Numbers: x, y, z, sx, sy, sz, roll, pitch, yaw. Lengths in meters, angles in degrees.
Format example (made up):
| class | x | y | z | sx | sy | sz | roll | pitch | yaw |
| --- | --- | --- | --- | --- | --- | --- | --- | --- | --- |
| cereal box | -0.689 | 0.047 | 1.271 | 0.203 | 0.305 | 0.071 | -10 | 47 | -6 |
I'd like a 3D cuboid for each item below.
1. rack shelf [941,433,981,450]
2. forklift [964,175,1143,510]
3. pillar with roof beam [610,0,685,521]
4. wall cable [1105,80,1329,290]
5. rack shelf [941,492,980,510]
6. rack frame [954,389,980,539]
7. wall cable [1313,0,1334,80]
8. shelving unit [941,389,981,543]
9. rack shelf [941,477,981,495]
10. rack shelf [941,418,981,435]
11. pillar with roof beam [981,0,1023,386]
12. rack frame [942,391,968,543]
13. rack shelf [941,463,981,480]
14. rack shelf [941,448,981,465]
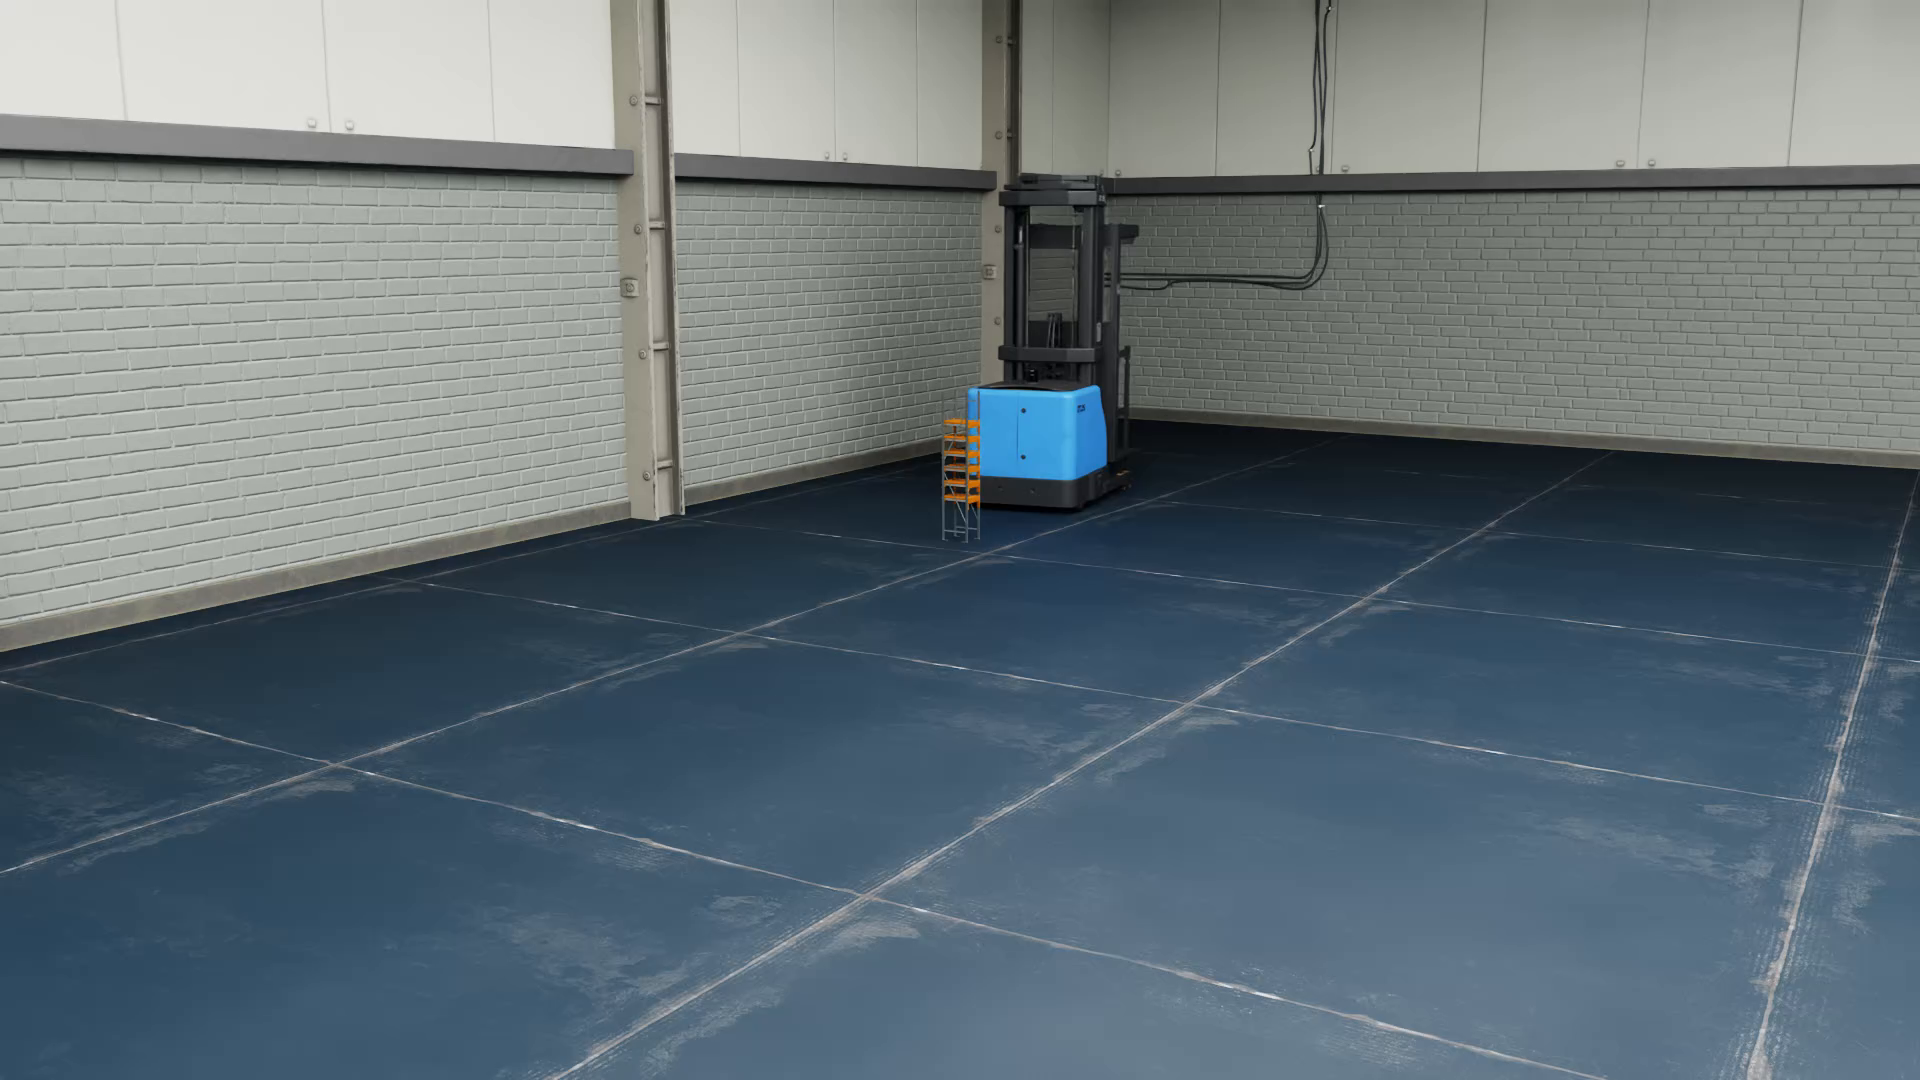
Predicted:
| class | x | y | z | sx | sy | sz | roll | pitch | yaw |
| --- | --- | --- | --- | --- | --- | --- | --- | --- | --- |
| rack shelf | 0.008 | -0.784 | 13.234 | 0.258 | 0.103 | 0.180 | 6 | 12 | 31 |
| forklift | 1.041 | -1.938 | 15.757 | 1.130 | 2.935 | 3.031 | 4 | 11 | 21 |
| pillar with roof beam | 1.038 | -4.224 | 11.474 | 9.100 | 9.000 | 0.400 | 6 | 12 | 31 |
| wall cable | 3.134 | -4.389 | 20.797 | 3.097 | 2.526 | 0.112 | 6 | 12 | 31 |
| rack shelf | 0.008 | -0.312 | 13.323 | 0.258 | 0.103 | 0.180 | 6 | 12 | 31 |
| rack frame | 0.055 | -0.606 | 13.347 | 0.240 | 1.200 | 0.006 | 6 | 12 | 31 |
| wall cable | 5.446 | -6.613 | 18.952 | 3.097 | 2.526 | 0.112 | 6 | 12 | 31 |
| shelving unit | 0.008 | -0.592 | 13.270 | 0.258 | 1.200 | 0.189 | 6 | 12 | 31 |
| rack shelf | 0.008 | -0.430 | 13.301 | 0.258 | 0.103 | 0.180 | 6 | 12 | 31 |
| rack shelf | 0.008 | -0.902 | 13.212 | 0.258 | 0.103 | 0.180 | 6 | 12 | 31 |
| pillar with roof beam | 4.153 | -5.167 | 16.515 | 9.100 | 9.000 | 0.400 | 6 | 12 | 31 |
| rack frame | -0.040 | -0.578 | 13.194 | 0.240 | 1.200 | 0.006 | 6 | 12 | 31 |
| rack shelf | 0.008 | -0.548 | 13.279 | 0.258 | 0.103 | 0.180 | 6 | 12 | 31 |
| rack shelf | 0.008 | -0.666 | 13.257 | 0.258 | 0.103 | 0.180 | 6 | 12 | 31 |
